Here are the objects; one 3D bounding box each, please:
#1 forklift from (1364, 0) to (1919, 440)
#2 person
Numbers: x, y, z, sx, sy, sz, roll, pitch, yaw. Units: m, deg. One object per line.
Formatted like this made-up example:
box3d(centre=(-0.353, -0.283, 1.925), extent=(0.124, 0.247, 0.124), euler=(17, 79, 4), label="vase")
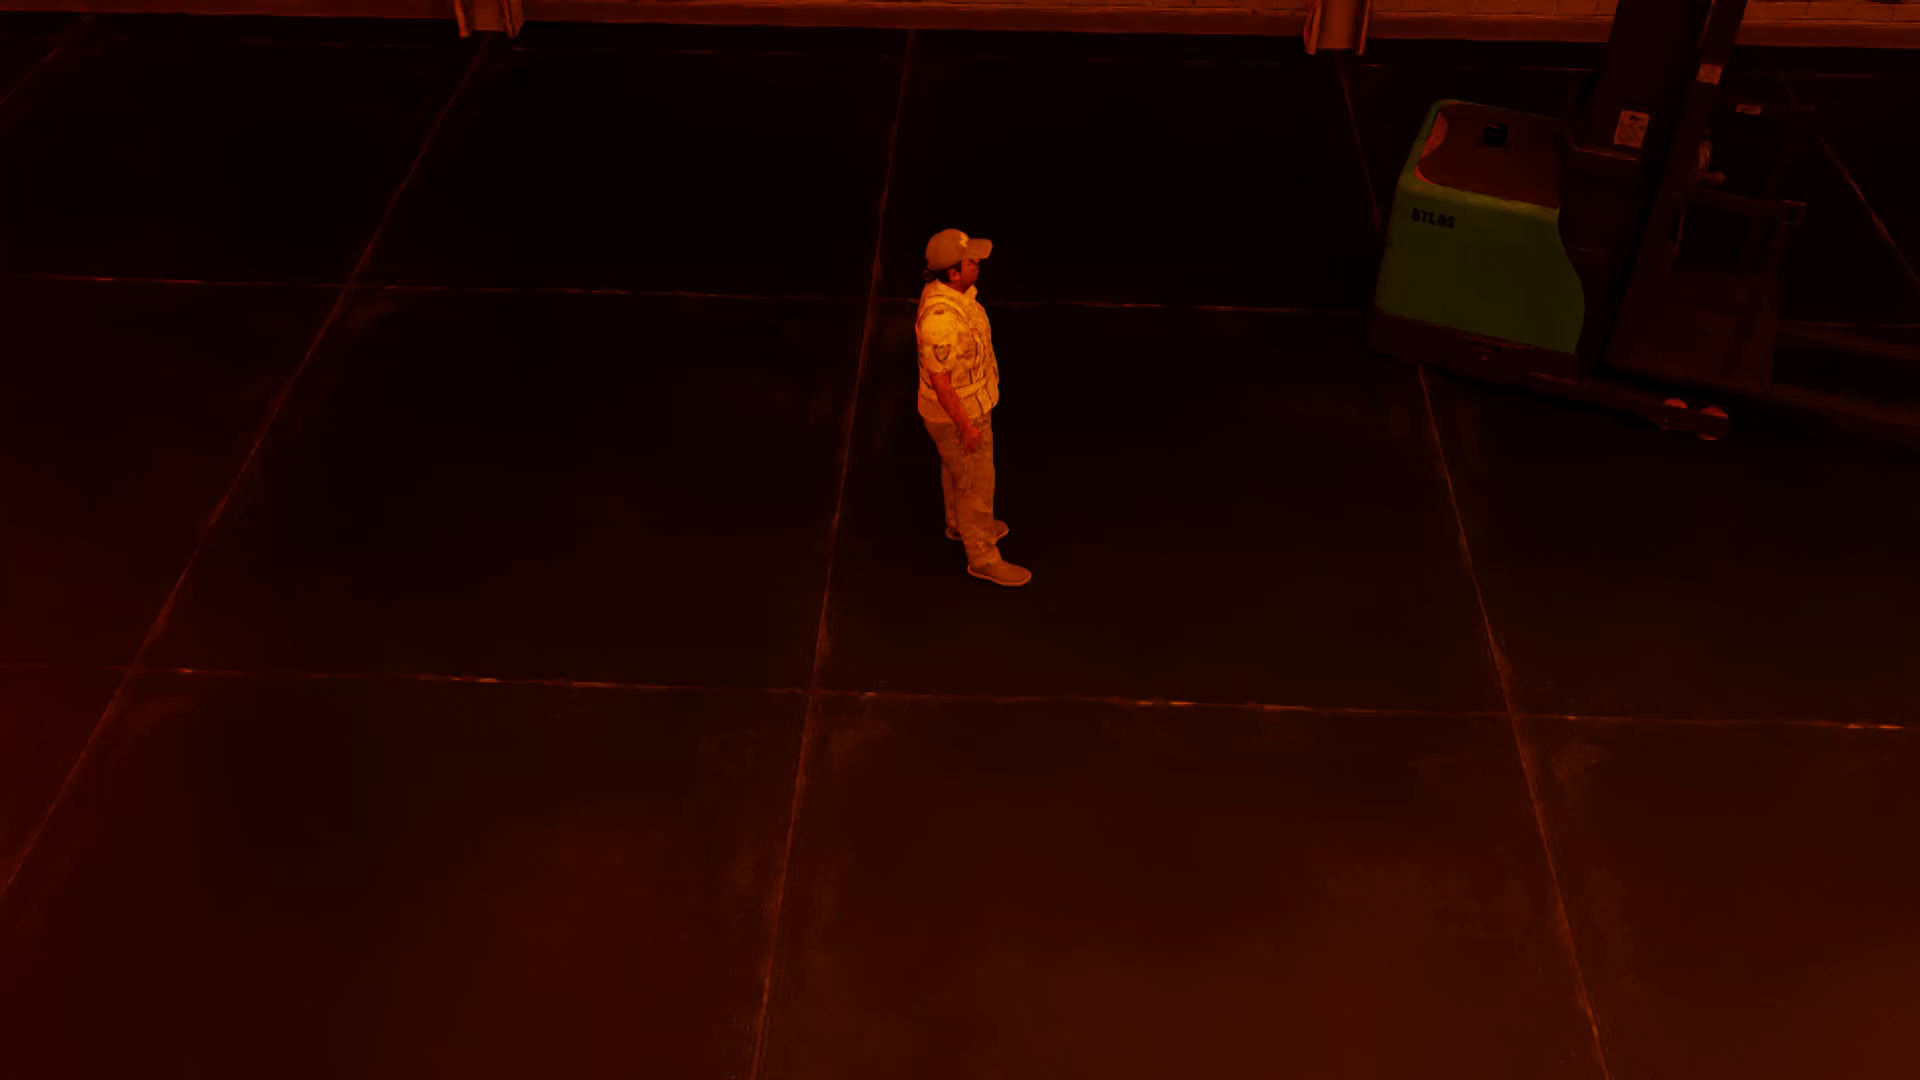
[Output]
box3d(centre=(3.751, -1.999, 7.932), extent=(3.031, 2.935, 1.130), euler=(16, 45, 16), label="forklift")
box3d(centre=(0.075, -0.603, 7.330), extent=(0.529, 1.669, 0.598), euler=(2, 42, 2), label="person")
